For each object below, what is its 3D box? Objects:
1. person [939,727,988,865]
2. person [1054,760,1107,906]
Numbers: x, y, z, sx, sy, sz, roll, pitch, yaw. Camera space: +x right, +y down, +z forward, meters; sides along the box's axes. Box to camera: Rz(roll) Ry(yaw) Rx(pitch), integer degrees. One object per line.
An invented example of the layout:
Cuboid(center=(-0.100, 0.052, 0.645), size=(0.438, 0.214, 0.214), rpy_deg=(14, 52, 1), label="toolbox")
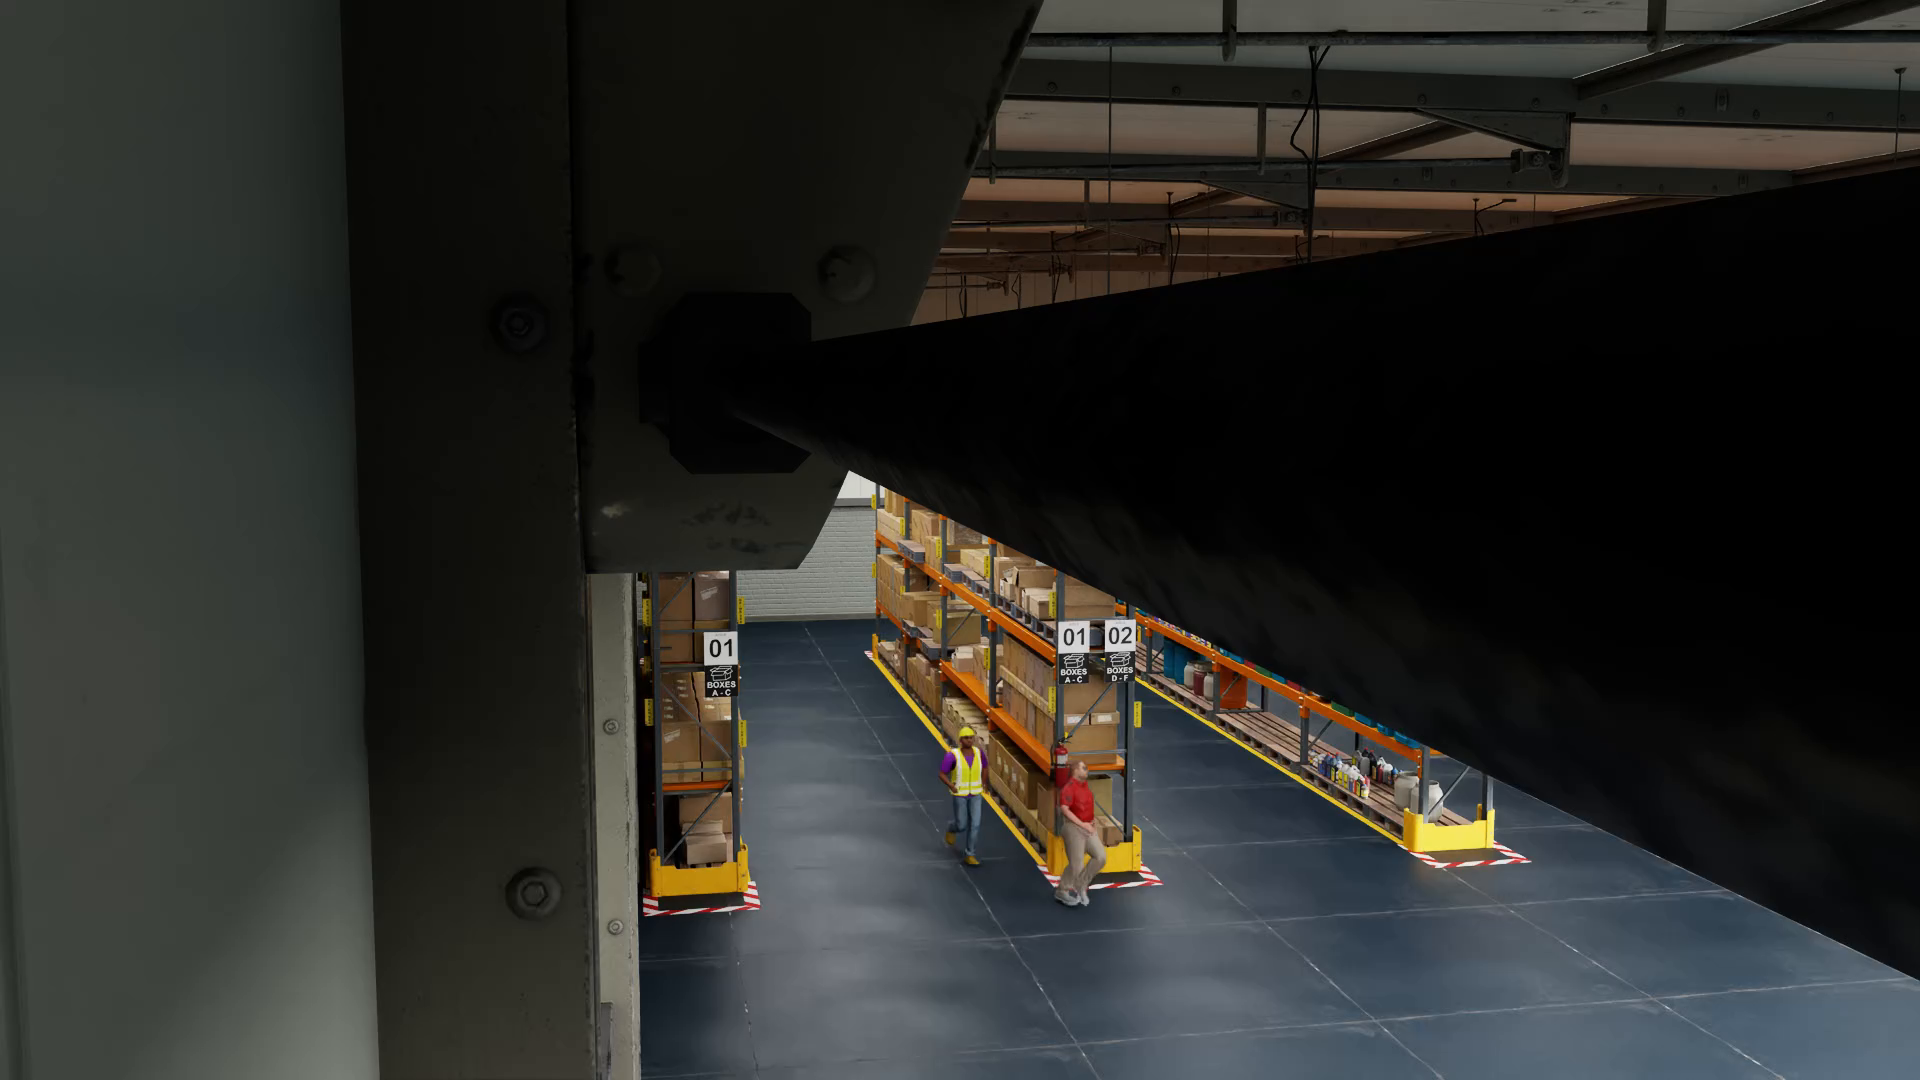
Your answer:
Cuboid(center=(0.087, 3.274, 21.463), size=(0.698, 1.732, 0.806), rpy_deg=(-2, 6, -19), label="person")
Cuboid(center=(1.457, 3.481, 19.765), size=(0.590, 1.706, 0.702), rpy_deg=(4, 7, 35), label="person")
